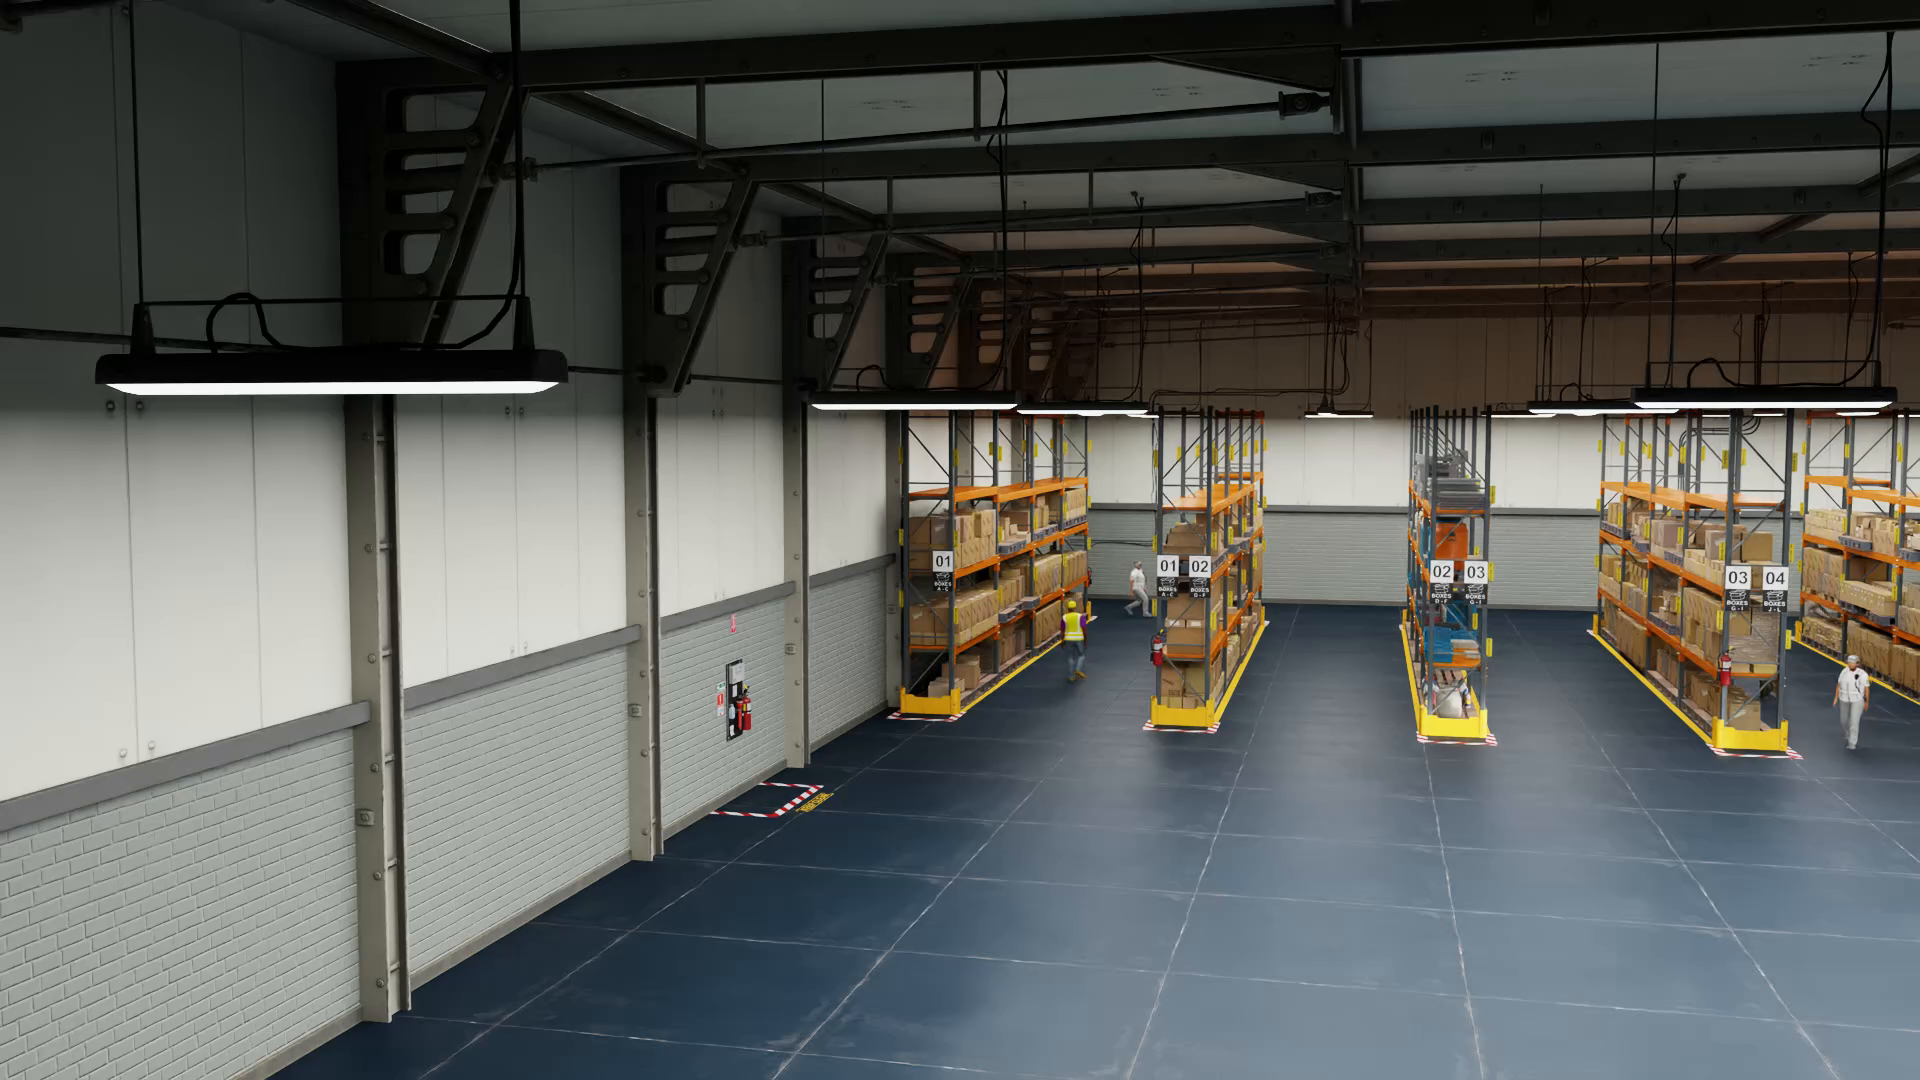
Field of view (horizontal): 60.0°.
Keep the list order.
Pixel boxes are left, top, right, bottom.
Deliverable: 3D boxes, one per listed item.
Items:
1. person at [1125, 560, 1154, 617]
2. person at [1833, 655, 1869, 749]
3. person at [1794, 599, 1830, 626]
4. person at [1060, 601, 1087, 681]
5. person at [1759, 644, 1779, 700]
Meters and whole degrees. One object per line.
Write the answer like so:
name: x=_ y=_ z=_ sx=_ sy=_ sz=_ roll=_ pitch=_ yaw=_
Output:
person: x=5.235 y=1.403 z=48.639 sx=0.972 sy=1.654 sz=0.523 roll=2 pitch=5 yaw=29
person: x=15.663 y=2.805 z=29.183 sx=0.533 sy=1.607 sz=1.006 roll=4 pitch=5 yaw=41
person: x=23.599 y=1.578 z=45.931 sx=1.019 sy=1.683 sz=0.517 roll=1 pitch=4 yaw=15
person: x=2.503 y=2.222 z=36.522 sx=0.607 sy=1.761 sz=0.502 roll=1 pitch=4 yaw=11
person: x=16.528 y=2.401 z=34.013 sx=0.618 sy=1.776 sz=0.608 roll=1 pitch=4 yaw=17
